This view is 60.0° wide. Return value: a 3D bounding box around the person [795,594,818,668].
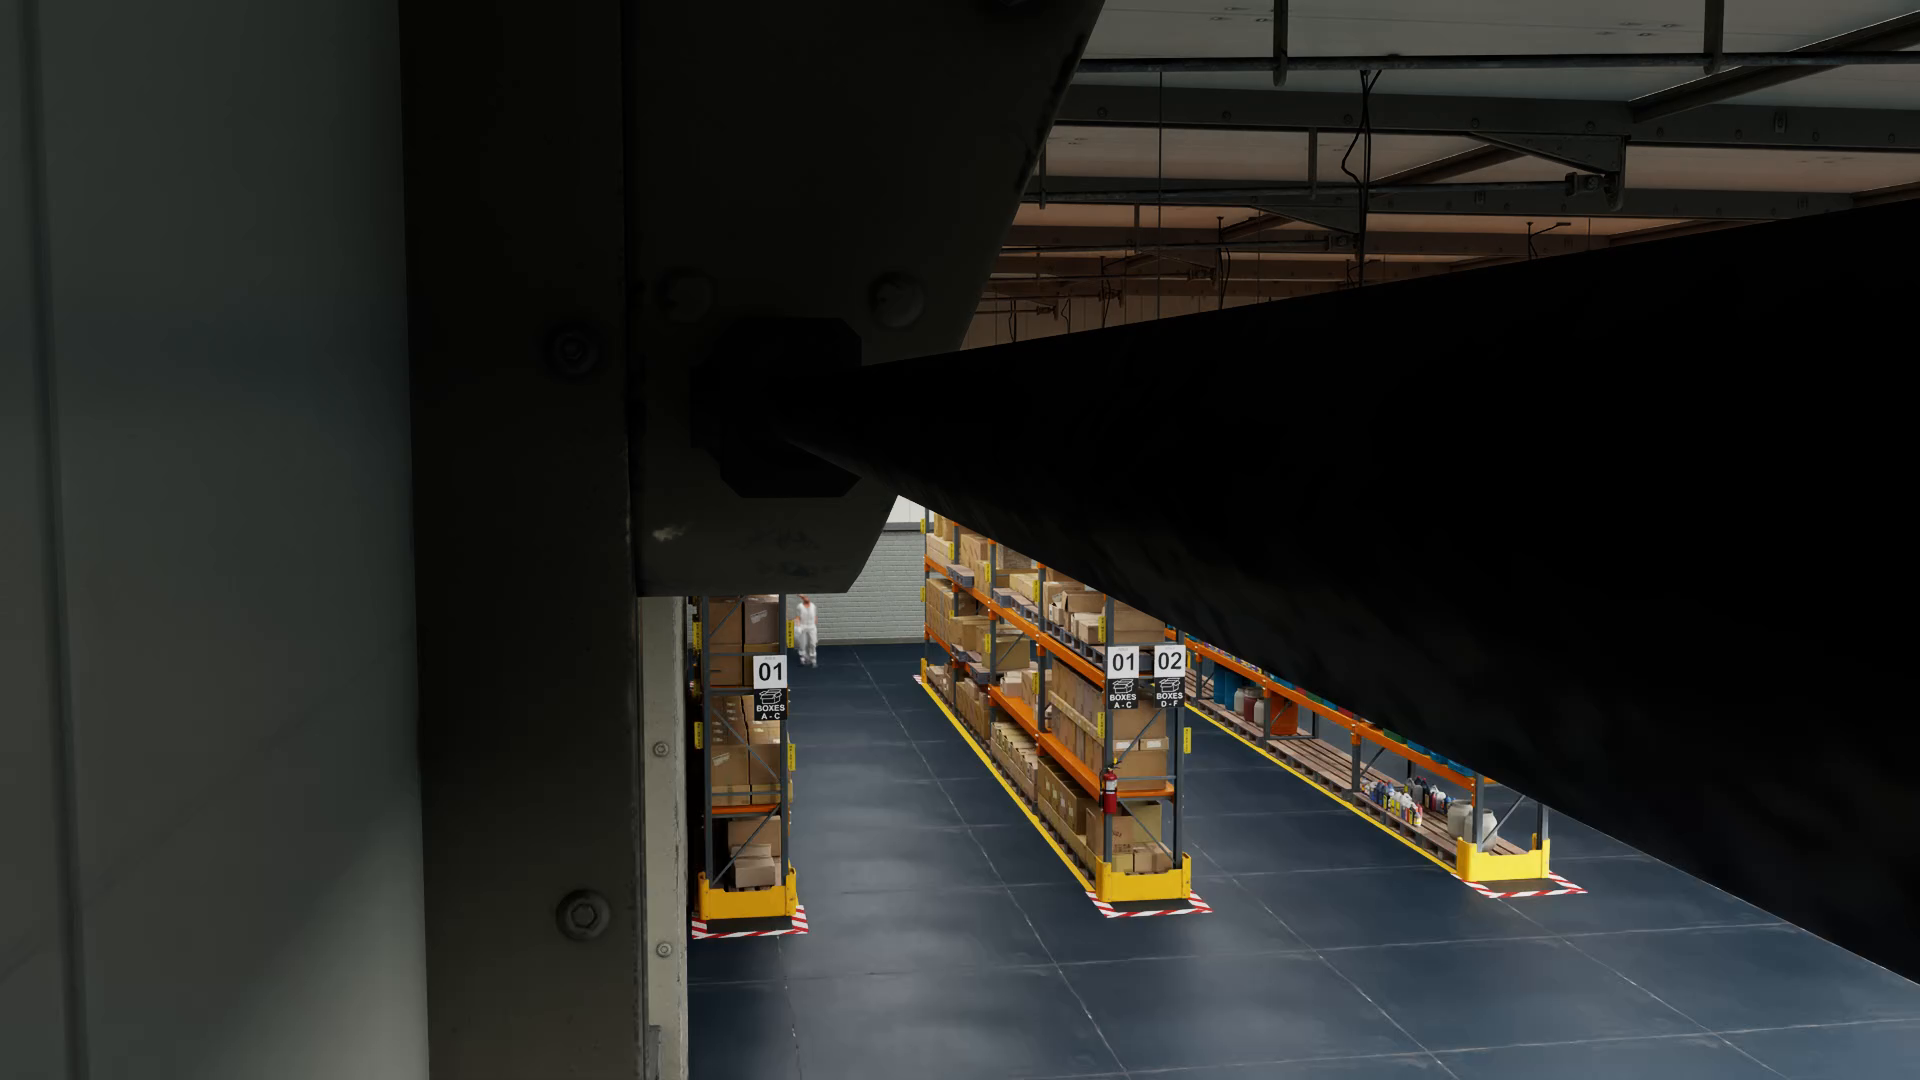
[{"bbox_3d":[-3.525,2.060,38.345,0.516,1.722,1.005,-1,5,-13],"label":"person"}]
